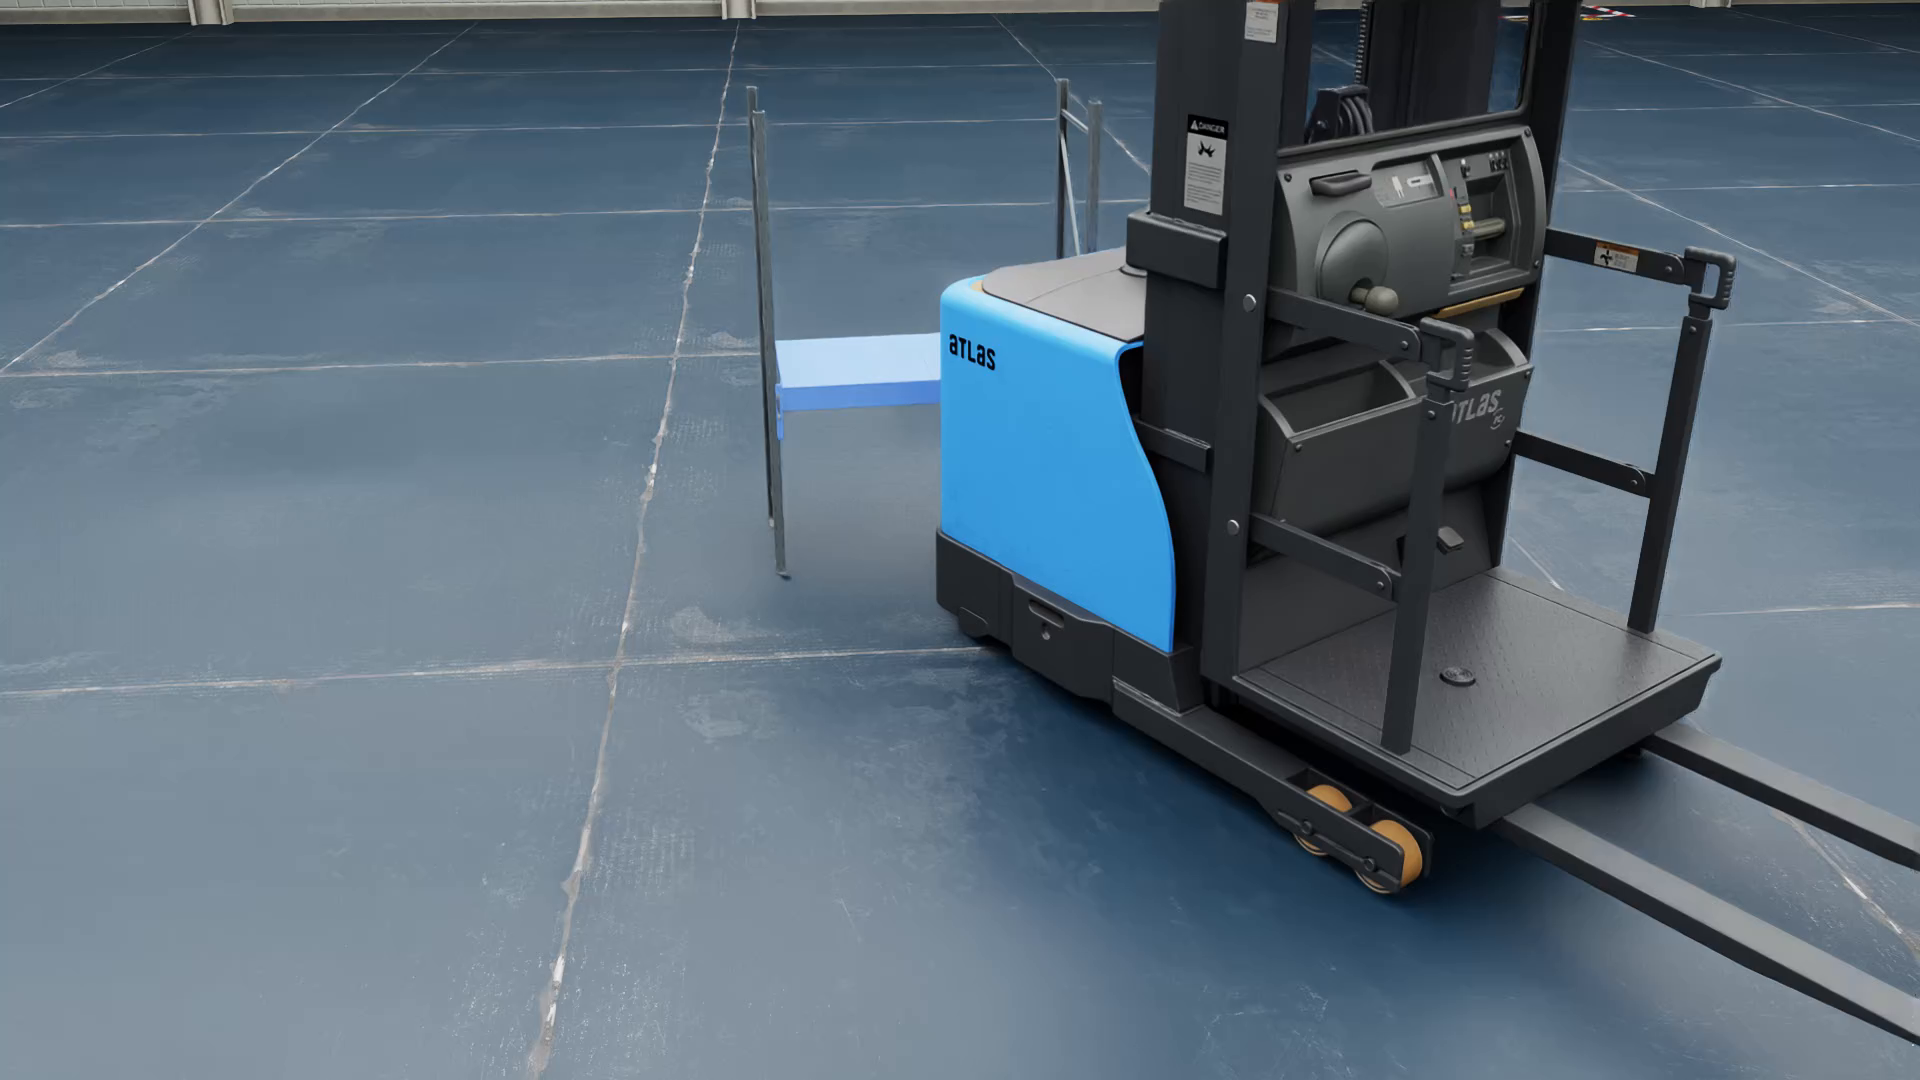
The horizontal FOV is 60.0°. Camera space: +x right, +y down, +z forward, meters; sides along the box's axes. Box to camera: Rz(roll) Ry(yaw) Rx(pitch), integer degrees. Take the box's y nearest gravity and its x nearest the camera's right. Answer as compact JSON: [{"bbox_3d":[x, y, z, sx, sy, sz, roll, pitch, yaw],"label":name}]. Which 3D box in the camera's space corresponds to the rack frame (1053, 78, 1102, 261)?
[{"bbox_3d":[0.375,-0.735,5.557,0.032,1.500,0.500,-4,24,-8],"label":"rack frame"}]

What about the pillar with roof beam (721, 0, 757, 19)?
[{"bbox_3d":[13.065,-5.624,7.324,29.331,9.000,26.411,-2,24,-5],"label":"pillar with roof beam"}]

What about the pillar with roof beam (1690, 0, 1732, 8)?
[{"bbox_3d":[9.761,-9.024,14.974,0.400,9.000,9.100,-2,24,-5],"label":"pillar with roof beam"}]

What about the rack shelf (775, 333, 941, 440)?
[{"bbox_3d":[-0.127,-0.538,5.556,1.000,0.185,0.538,-4,24,-8],"label":"rack shelf"}]

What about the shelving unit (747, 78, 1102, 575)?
[{"bbox_3d":[-0.127,-0.702,5.483,1.048,1.500,0.538,-4,24,-8],"label":"shelving unit"}]

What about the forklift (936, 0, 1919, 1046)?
[{"bbox_3d":[1.222,-0.741,3.808,1.130,2.935,3.031,-17,29,-34],"label":"forklift"}]

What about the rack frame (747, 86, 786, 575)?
[{"bbox_3d":[-0.629,-0.669,5.409,0.032,1.500,0.500,-4,24,-8],"label":"rack frame"}]
